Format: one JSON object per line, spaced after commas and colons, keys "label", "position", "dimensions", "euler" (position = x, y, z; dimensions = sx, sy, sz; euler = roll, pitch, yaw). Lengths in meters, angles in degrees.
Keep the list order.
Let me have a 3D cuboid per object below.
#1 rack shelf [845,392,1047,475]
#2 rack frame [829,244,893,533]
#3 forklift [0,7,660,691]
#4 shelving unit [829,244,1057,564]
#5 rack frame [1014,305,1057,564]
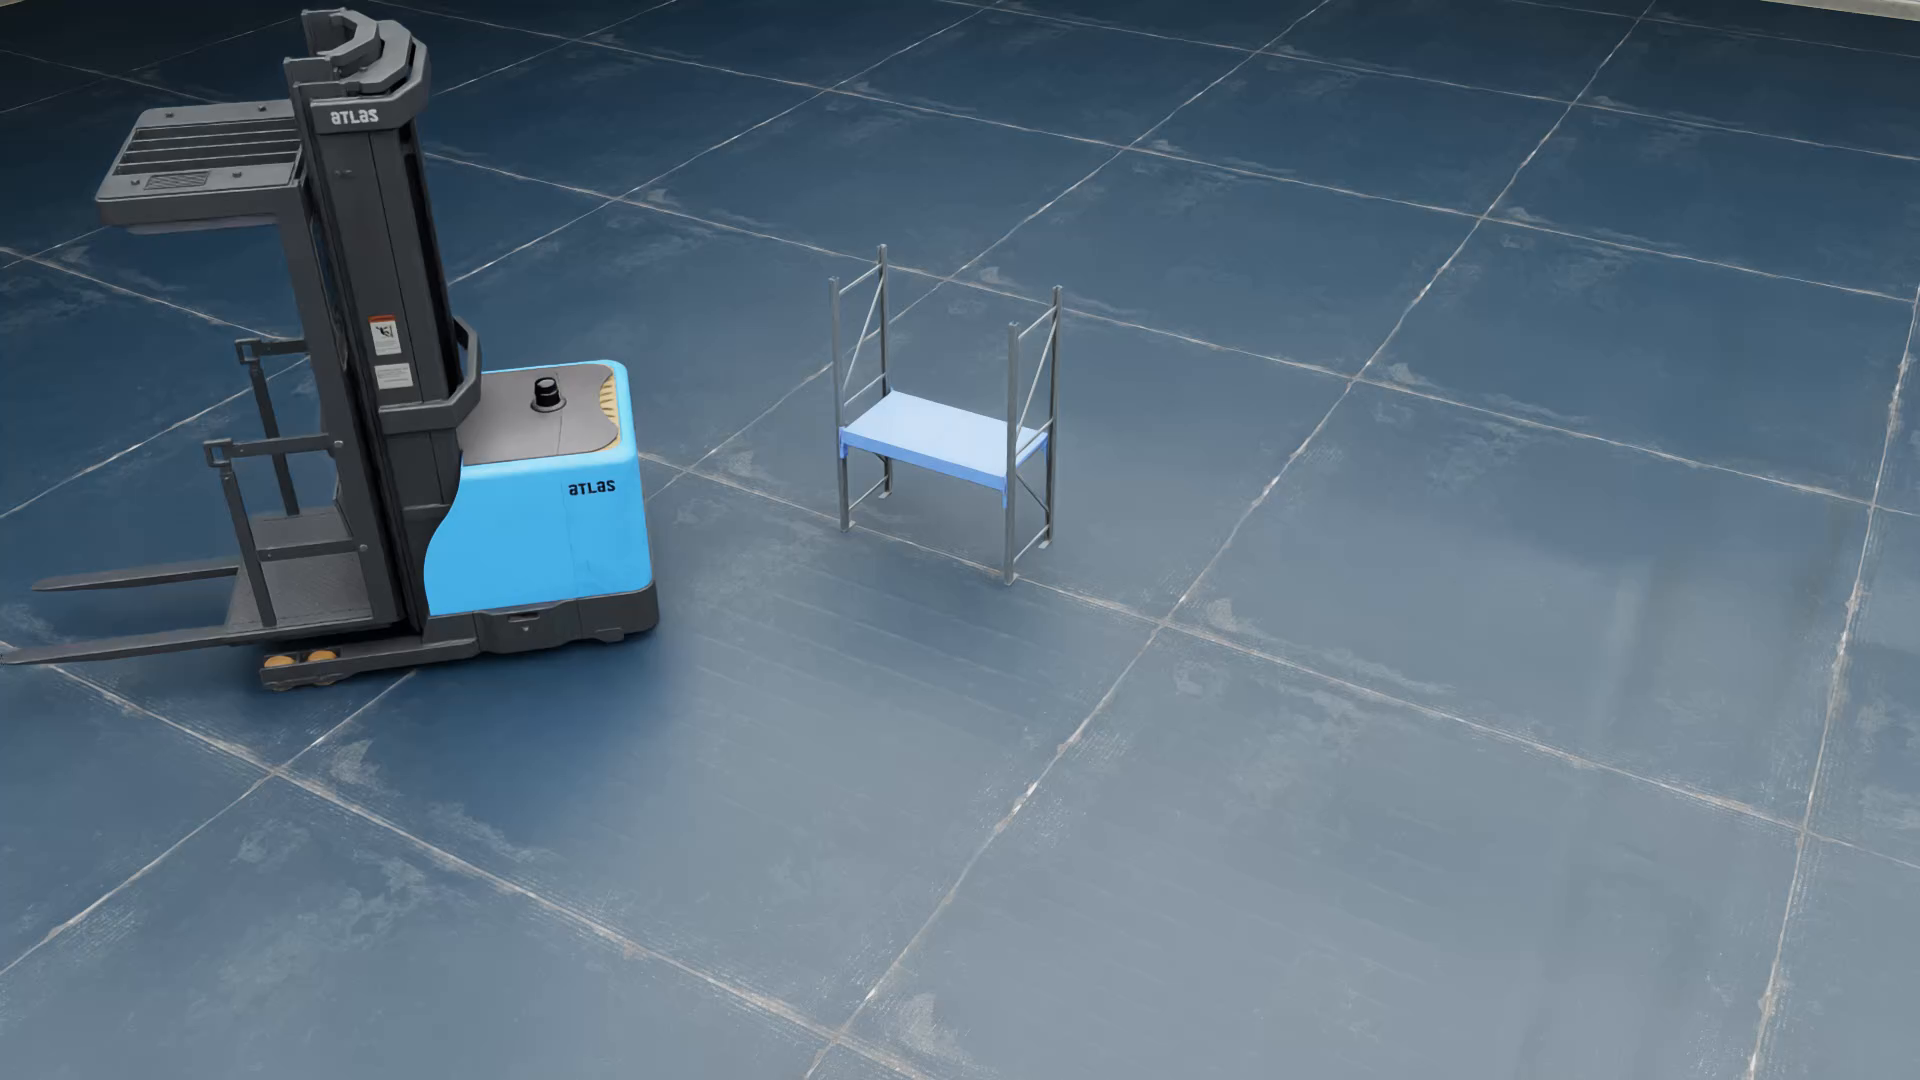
{"label": "rack shelf", "position": [-0.074, -0.554, 8.703], "dimensions": [0.952, 0.026, 0.459], "euler": [18, 37, 24]}
{"label": "rack frame", "position": [-0.515, -0.788, 8.850], "dimensions": [0.032, 1.500, 0.500], "euler": [18, 37, 24]}
{"label": "forklift", "position": [-3.073, -0.822, 7.611], "dimensions": [3.031, 2.935, 1.130], "euler": [-7, 34, -10]}
{"label": "shelving unit", "position": [-0.078, -0.649, 8.642], "dimensions": [1.039, 1.500, 0.500], "euler": [18, 37, 24]}
{"label": "rack frame", "position": [0.366, -0.507, 8.429], "dimensions": [0.013, 1.308, 0.475], "euler": [18, 37, 24]}
